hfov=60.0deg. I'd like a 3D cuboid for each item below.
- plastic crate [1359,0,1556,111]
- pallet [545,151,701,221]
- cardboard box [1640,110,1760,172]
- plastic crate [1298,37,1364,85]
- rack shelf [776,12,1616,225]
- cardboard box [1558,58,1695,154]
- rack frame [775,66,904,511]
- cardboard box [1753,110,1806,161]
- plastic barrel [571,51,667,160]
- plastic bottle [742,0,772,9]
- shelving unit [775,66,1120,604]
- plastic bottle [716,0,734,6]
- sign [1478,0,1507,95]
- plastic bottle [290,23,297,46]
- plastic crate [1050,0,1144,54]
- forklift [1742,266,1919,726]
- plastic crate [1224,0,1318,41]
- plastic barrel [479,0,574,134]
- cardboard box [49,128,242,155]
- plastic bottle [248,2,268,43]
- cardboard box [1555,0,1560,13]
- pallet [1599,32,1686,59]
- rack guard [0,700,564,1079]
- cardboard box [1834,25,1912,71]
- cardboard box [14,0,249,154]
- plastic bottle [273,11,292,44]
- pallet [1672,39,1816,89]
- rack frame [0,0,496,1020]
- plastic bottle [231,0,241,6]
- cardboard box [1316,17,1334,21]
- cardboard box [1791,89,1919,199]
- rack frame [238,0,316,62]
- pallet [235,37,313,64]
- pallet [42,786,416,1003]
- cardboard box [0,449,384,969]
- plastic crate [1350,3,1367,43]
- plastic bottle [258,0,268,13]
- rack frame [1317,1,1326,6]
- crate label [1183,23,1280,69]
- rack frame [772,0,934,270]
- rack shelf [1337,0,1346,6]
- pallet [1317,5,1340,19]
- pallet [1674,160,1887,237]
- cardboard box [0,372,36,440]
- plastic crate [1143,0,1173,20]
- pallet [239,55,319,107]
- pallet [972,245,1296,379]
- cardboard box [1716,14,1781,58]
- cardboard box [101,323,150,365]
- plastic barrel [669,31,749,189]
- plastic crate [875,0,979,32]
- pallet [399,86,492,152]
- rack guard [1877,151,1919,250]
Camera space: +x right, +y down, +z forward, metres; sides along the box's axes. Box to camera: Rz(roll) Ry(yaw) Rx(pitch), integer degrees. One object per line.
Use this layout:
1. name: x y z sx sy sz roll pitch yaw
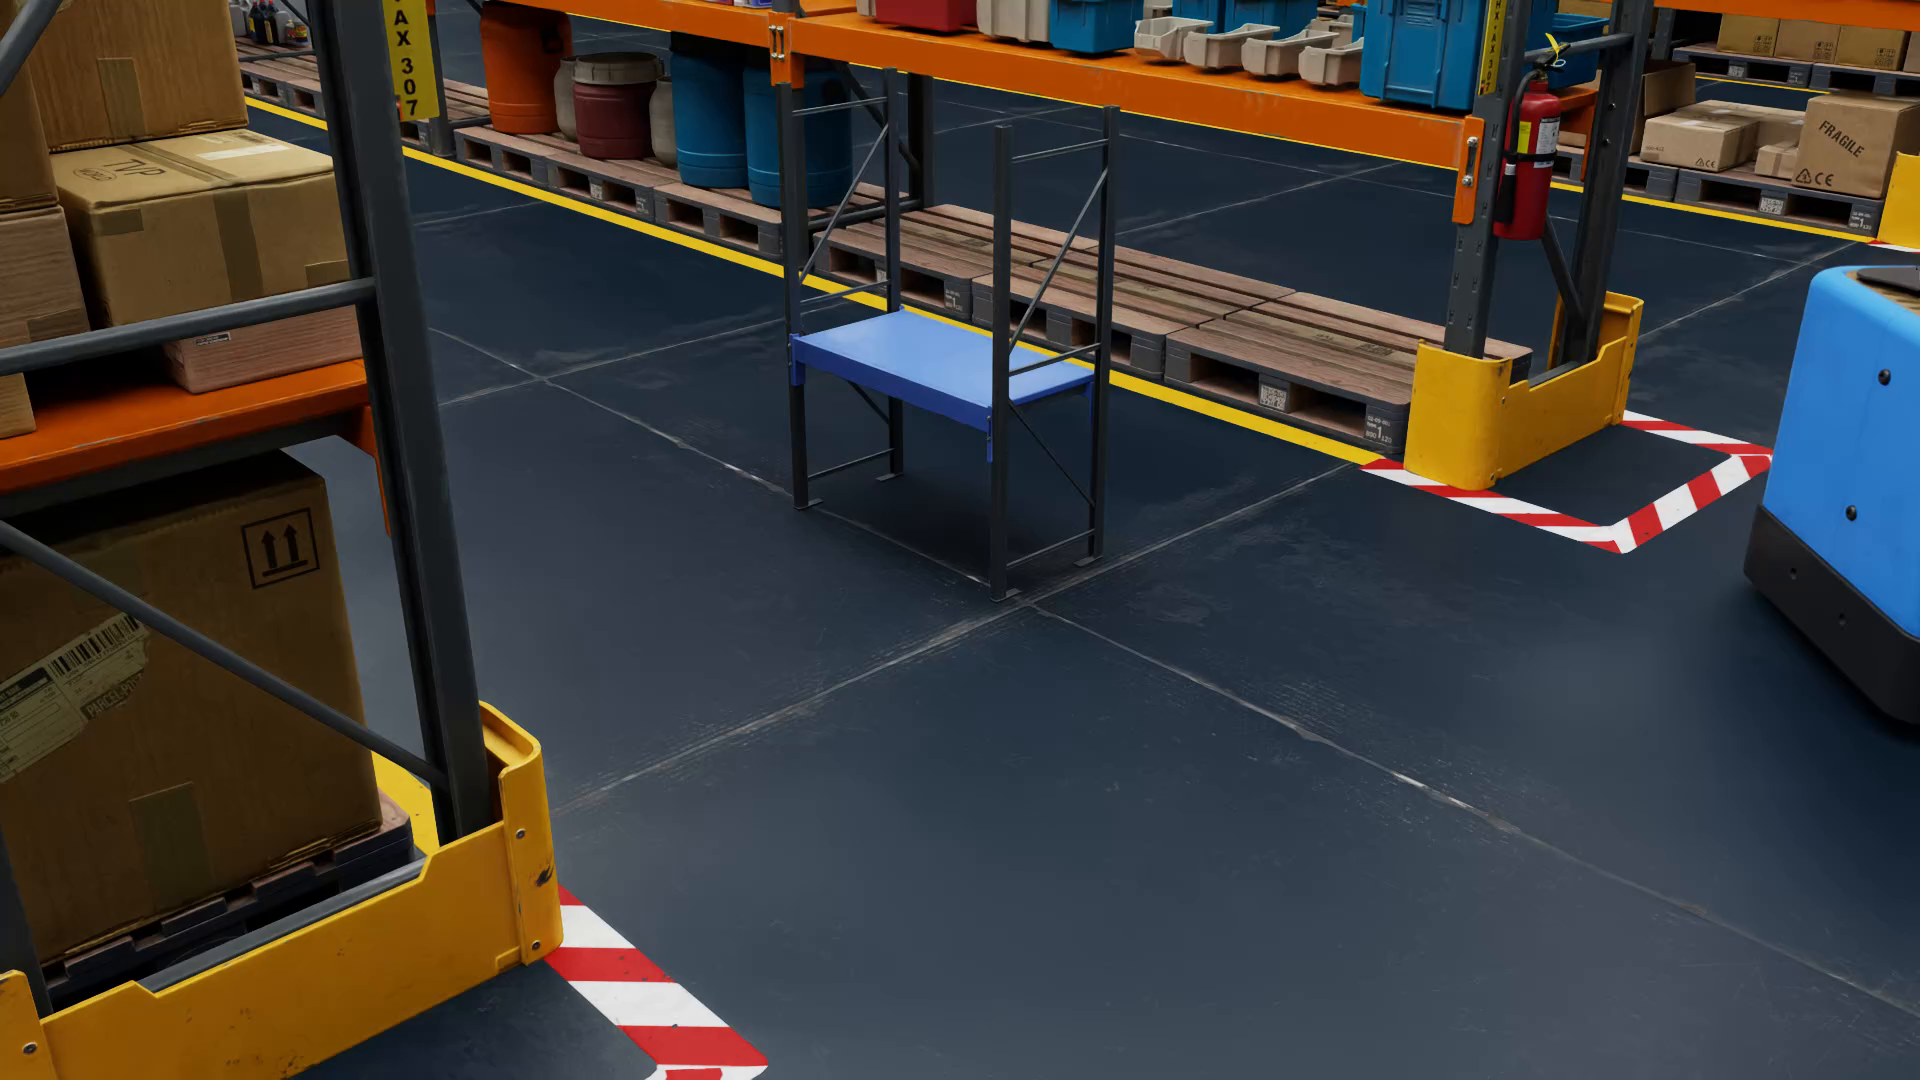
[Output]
1. plastic crate: 1.819 -1.847 6.070 0.616 0.435 0.499 -21 32 -38
2. pallet: -1.885 -2.314 10.568 1.003 0.211 1.213 -21 32 -38
3. cardboard box: 4.624 -2.500 10.398 0.500 0.250 0.500 -21 32 -38
4. plastic crate: 1.495 -1.858 6.455 0.396 0.136 0.243 -21 32 -38
5. rack shelf: 0.817 -2.034 7.461 1.077 0.370 4.000 -21 32 -38
6. cardboard box: 4.356 -2.868 10.900 0.797 0.503 0.637 -21 32 -38
7. rack frame: -0.406 -0.862 5.833 0.500 1.500 0.032 -21 32 -38
8. cardboard box: 5.296 -2.505 10.411 0.500 0.250 0.500 -21 32 -38
9. plastic barrel: -2.165 -2.788 10.646 0.600 0.588 0.708 -21 32 -38
10. plastic bottle: -1.055 -2.939 8.727 0.152 0.276 0.135 -21 32 -38
11. shelving unit: -0.058 -0.708 5.495 0.538 1.500 1.048 -21 32 -38
12. plastic bottle: -1.246 -2.999 8.851 0.061 0.283 0.133 -21 32 -38
13. sign: 1.794 -1.669 5.597 0.100 0.325 0.005 -21 32 -38
14. plastic bottle: -5.985 -4.570 14.994 0.097 0.201 0.097 0 25 0
15. plastic crate: 0.593 -2.256 7.211 0.416 0.233 0.300 -21 32 -38
16. forklift: 4.033 -0.985 4.378 3.031 2.935 1.130 0 25 0
17. plastic crate: 1.356 -2.274 7.249 0.416 0.233 0.300 -21 32 -38
18. plastic barrel: -2.937 -3.239 11.346 0.600 0.830 0.708 -21 32 -38
19. cardboard box: -1.922 -0.795 3.701 0.500 0.250 0.500 -22 32 -39
20. plastic bottle: -6.372 -4.707 15.116 0.144 0.351 0.185 -21 32 -38
21. cardboard box: 5.533 -5.419 16.099 0.750 0.750 0.750 -20 31 -37
22. pallet: 6.100 -4.721 15.845 1.003 0.211 1.213 -21 32 -38
23. rack guard: -1.415 0.794 3.407 1.175 0.500 0.348 -21 32 -38
24. cardboard box: 7.808 -4.267 13.994 0.700 0.500 0.500 -20 31 -37
25. cardboard box: -1.904 -1.132 3.536 0.500 0.500 0.500 -22 33 -40
26. plastic bottle: -6.156 -4.663 15.109 0.152 0.276 0.135 -20 31 -37
27. pallet: 7.145 -4.256 14.826 1.003 0.211 1.213 -21 32 -38
28. rack frame: -1.431 -0.350 2.904 1.000 3.000 0.127 -21 32 -38
29. plastic bottle: -6.813 -4.991 15.737 0.144 0.351 0.185 -20 31 -36
30. cardboard box: 2.543 -3.808 12.966 0.500 0.500 0.500 -21 32 -38
31. cardboard box: 5.251 -2.317 9.697 0.500 0.500 0.500 -21 32 -38
32. rack frame: -6.018 -5.391 13.953 1.000 3.000 0.127 -21 32 -38
33. pallet: -6.446 -4.338 15.004 1.003 0.211 1.213 -21 32 -38
34. pallet: -2.035 0.698 3.965 1.003 0.211 1.213 -21 32 -38
35. cardboard box: -1.927 0.254 3.633 0.875 0.875 0.875 -21 32 -38
36. plastic crate: 1.806 -2.074 6.812 0.416 0.233 0.300 -21 32 -38
37. plastic bottle: -6.395 -4.805 15.331 0.185 0.351 0.144 22 33 40
38. rack frame: 3.948 -6.990 17.457 1.000 3.000 0.127 -21 32 -38
39. crate label: 1.099 -2.028 6.826 0.396 0.136 0.243 -21 32 -38
40. rack frame: -0.550 -2.967 8.640 1.000 3.000 0.127 -21 32 -38
41. rack shelf: 1.702 -4.650 13.196 1.077 0.370 4.000 -21 32 -38
42. pallet: 4.432 -5.461 17.466 1.003 0.211 1.213 -21 32 -38
43. pallet: 5.205 -2.155 10.220 1.003 0.211 1.213 -21 32 -38
44. cardboard box: -1.915 -0.251 2.988 0.380 0.149 0.250 -20 32 -38
45. plastic crate: 0.860 -2.432 7.713 0.293 0.136 0.466 -21 32 -38
46. pallet: -5.453 -3.895 14.035 1.003 0.211 1.213 -21 32 -38
47. pallet: 0.819 -1.117 7.944 1.003 0.211 1.213 -21 32 -38
48. cardboard box: 7.118 -4.576 14.672 0.700 0.500 0.500 -21 32 -38
49. cardboard box: -1.609 -0.515 3.566 0.380 0.149 0.250 -22 32 -39
50. plastic barrel: -1.393 -2.588 9.831 0.600 0.901 0.708 -21 32 -38
51. plastic crate: -0.122 -2.682 7.866 0.402 0.464 0.583 -21 32 -38
52. pallet: -3.785 -3.156 12.414 1.003 0.211 1.213 -21 32 -38
53. rack guard: 5.751 -2.045 9.631 1.175 0.500 0.348 -21 32 -38
